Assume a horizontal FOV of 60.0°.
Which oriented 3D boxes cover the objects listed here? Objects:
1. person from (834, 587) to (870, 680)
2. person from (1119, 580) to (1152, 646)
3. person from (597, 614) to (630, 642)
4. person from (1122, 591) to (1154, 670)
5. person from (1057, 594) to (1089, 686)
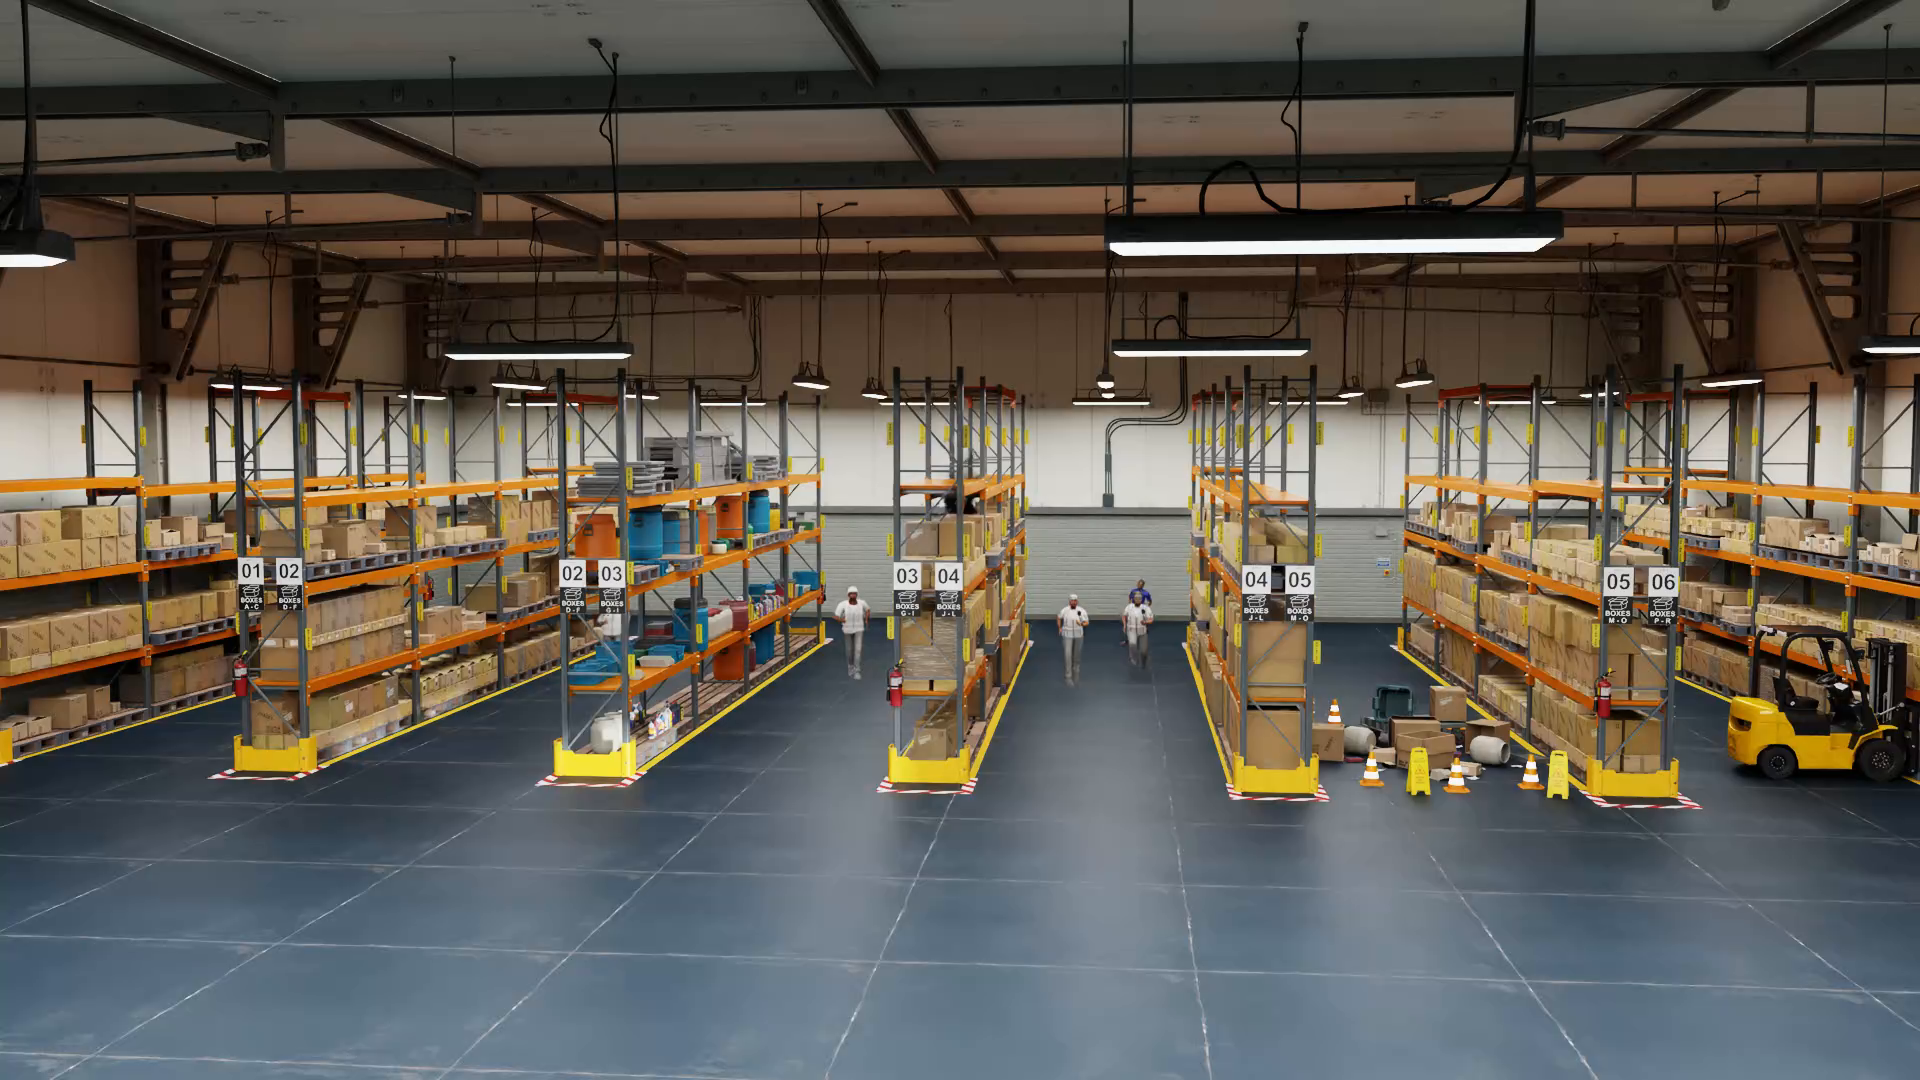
[{"bbox_3d":[-2.091,1.806,32.340,0.699,1.808,0.915,0,4,-5],"label":"person"},{"bbox_3d":[4.292,1.734,39.946,0.656,1.582,0.862,3,4,37],"label":"person"},{"bbox_3d":[-7.157,1.952,34.321,0.661,1.766,0.906,0,4,-5],"label":"person"},{"bbox_3d":[3.682,1.890,34.486,0.673,1.679,0.943,1,4,9],"label":"person"},{"bbox_3d":[2.167,1.886,31.798,0.594,1.699,0.802,0,4,-1],"label":"person"}]
